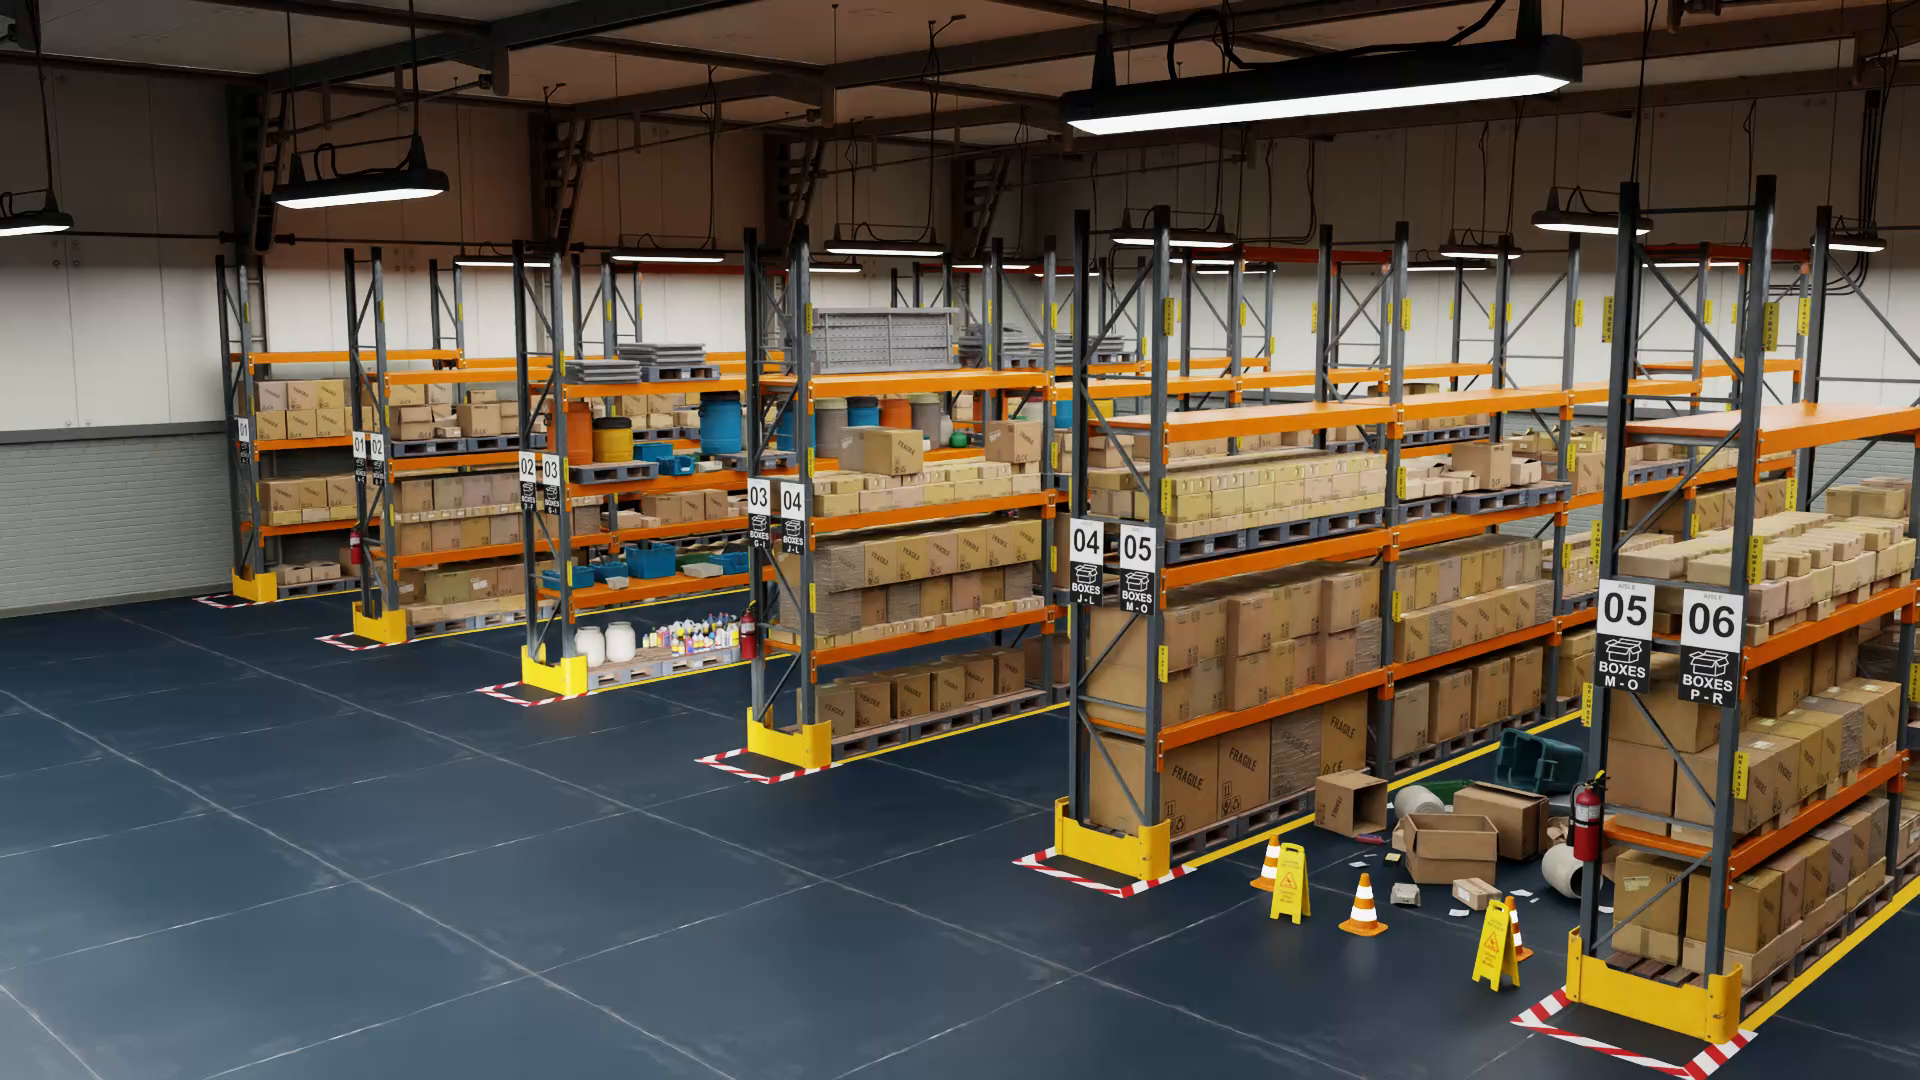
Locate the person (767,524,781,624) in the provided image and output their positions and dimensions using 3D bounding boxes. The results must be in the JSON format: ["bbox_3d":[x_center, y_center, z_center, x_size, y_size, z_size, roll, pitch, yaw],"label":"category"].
[{"bbox_3d":[-2.890,0.500,26.950,0.677,1.743,0.614,7,11,40],"label":"person"}]
